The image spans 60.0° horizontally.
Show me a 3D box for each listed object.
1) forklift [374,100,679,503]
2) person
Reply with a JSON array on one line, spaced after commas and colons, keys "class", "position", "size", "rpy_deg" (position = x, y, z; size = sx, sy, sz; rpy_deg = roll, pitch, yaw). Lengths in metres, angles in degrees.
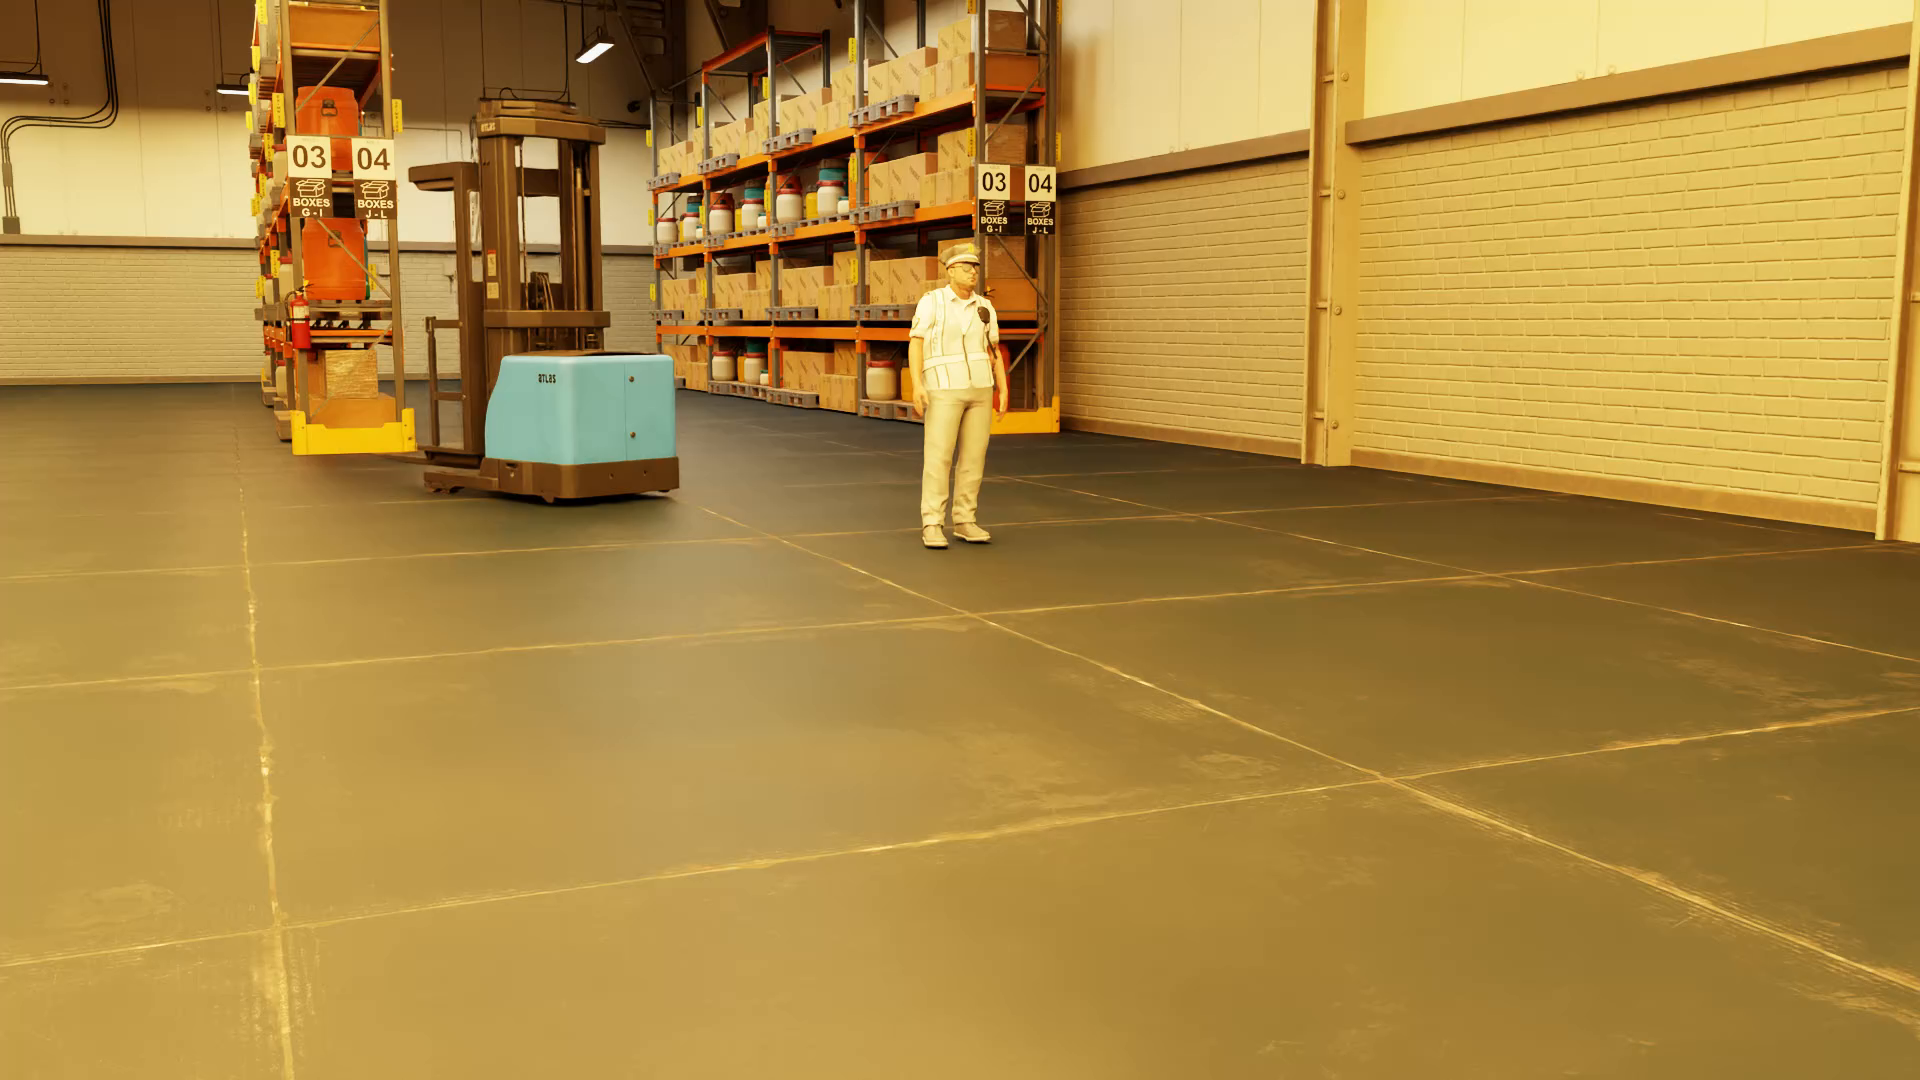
[{"class": "forklift", "position": [-3.555, -1.854, 13.002], "size": [3.031, 2.935, 1.130], "rpy_deg": [7, 10, 41]}, {"class": "person", "position": [0.020, -0.879, 9.961], "size": [0.640, 1.778, 0.575], "rpy_deg": [-3, 8, -23]}]
